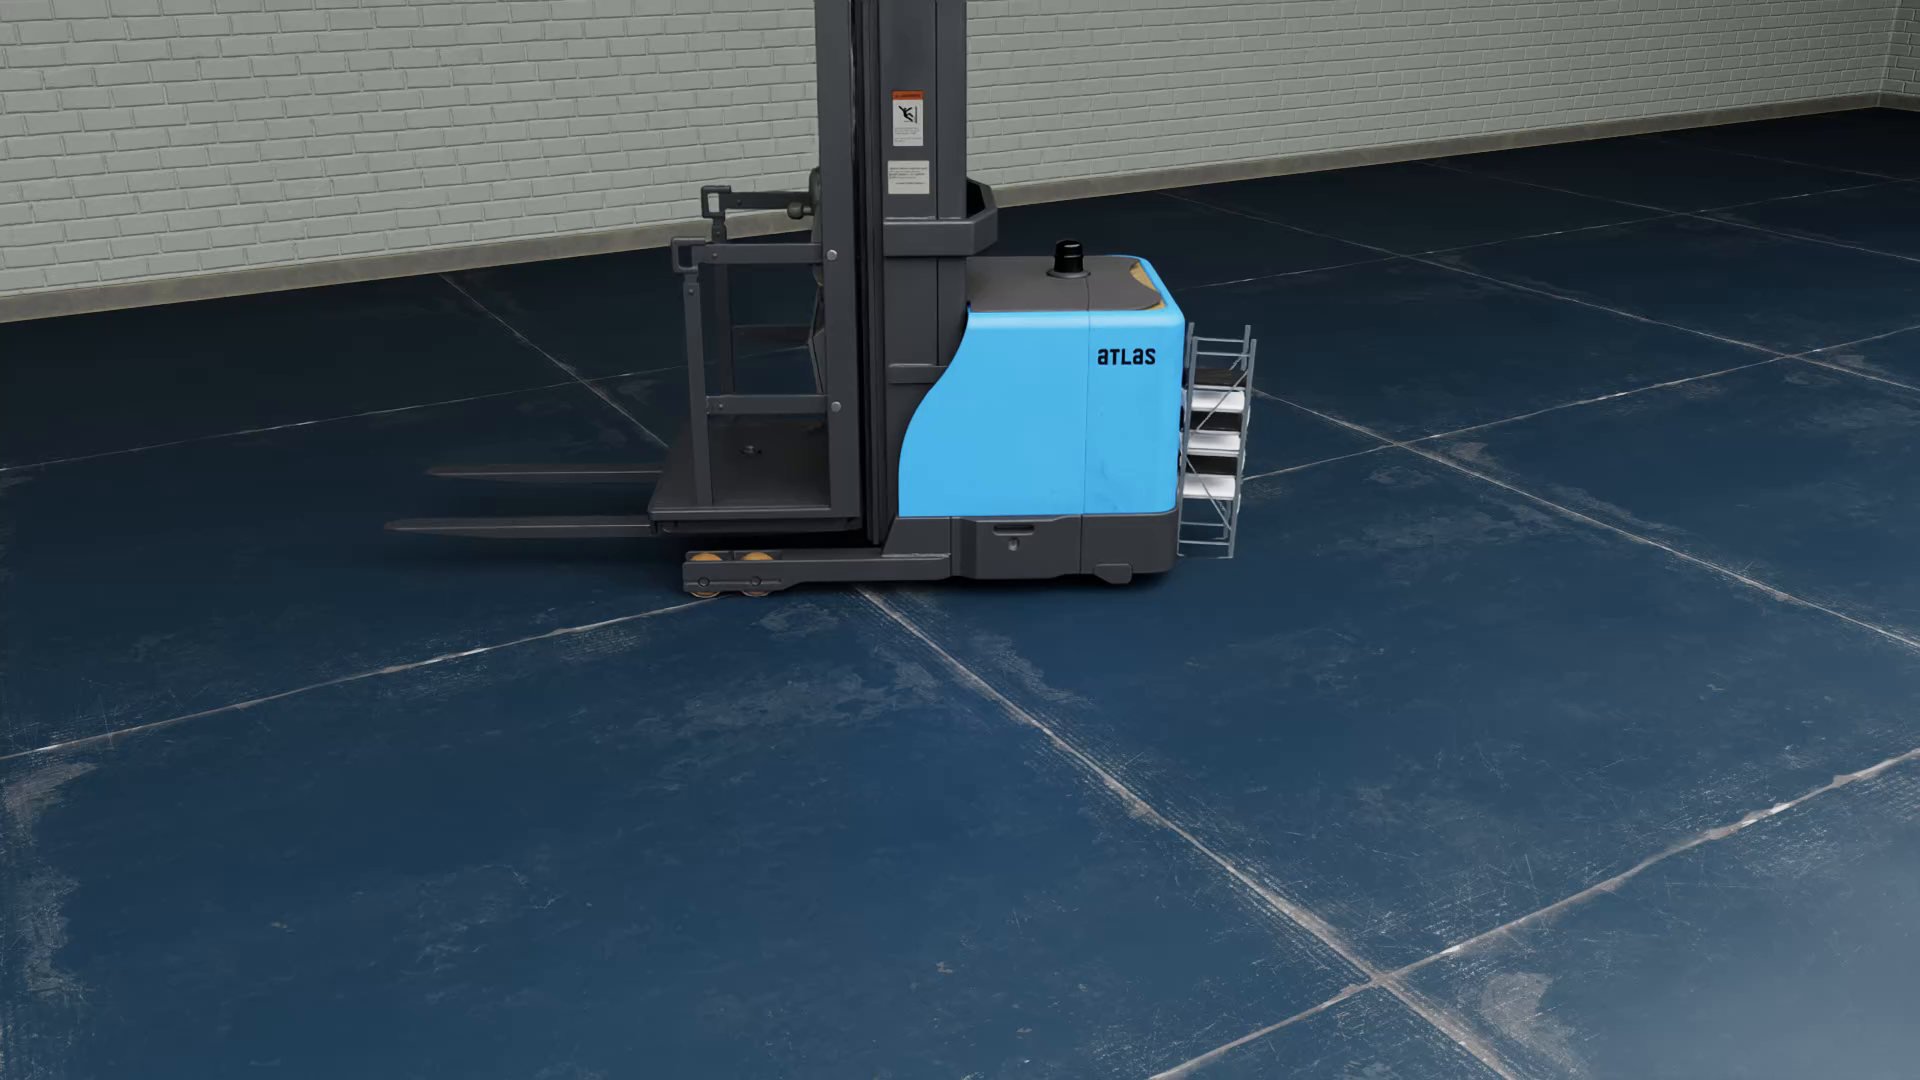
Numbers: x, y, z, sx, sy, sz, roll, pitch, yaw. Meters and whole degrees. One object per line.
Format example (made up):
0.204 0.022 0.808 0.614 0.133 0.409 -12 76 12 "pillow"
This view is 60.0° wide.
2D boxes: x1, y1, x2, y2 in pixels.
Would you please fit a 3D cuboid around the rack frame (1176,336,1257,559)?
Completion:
0.984 -0.349 6.461 0.240 0.900 0.006 3 22 2 "rack frame"

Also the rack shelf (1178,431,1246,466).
0.988 -0.356 6.567 0.258 0.077 0.200 3 22 2 "rack shelf"

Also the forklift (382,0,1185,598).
-0.700 -1.342 6.220 3.031 2.935 1.130 -1 22 -2 "forklift"

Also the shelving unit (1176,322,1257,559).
0.989 -0.387 6.555 0.258 0.900 0.210 3 22 2 "shelving unit"

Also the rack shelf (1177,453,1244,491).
0.984 -0.273 6.601 0.258 0.077 0.200 3 22 2 "rack shelf"

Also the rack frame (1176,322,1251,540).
0.994 -0.425 6.649 0.240 0.900 0.006 3 22 2 "rack frame"

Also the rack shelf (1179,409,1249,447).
0.991 -0.439 6.533 0.258 0.077 0.200 3 22 2 "rack shelf"

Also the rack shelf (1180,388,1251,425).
0.995 -0.523 6.499 0.258 0.077 0.200 3 22 2 "rack shelf"

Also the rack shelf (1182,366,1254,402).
0.998 -0.606 6.465 0.258 0.077 0.200 3 22 2 "rack shelf"

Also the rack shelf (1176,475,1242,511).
0.981 -0.190 6.636 0.258 0.077 0.200 3 22 2 "rack shelf"
